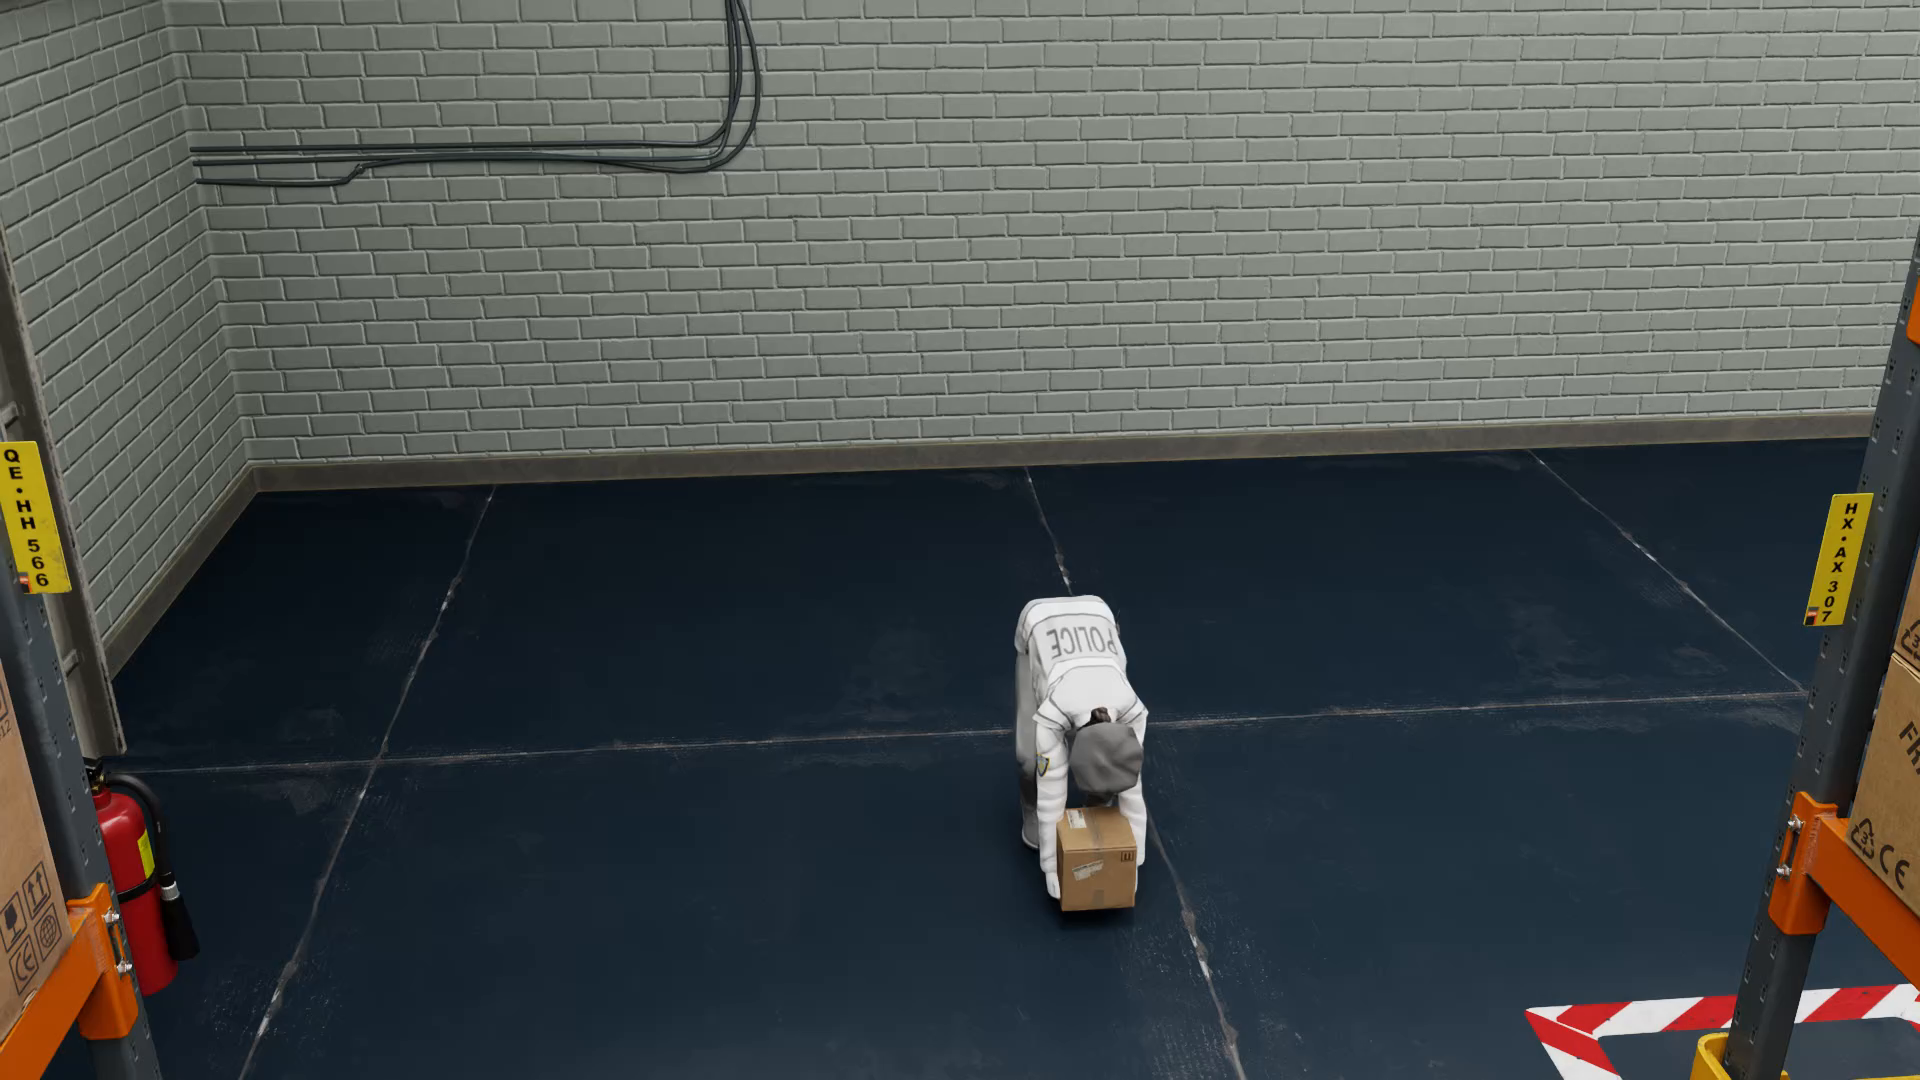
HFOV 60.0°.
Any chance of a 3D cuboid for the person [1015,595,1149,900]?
[{"bbox_3d":[0.431,0.731,5.871,0.457,0.919,0.882,-3,24,-8],"label":"person"}]
